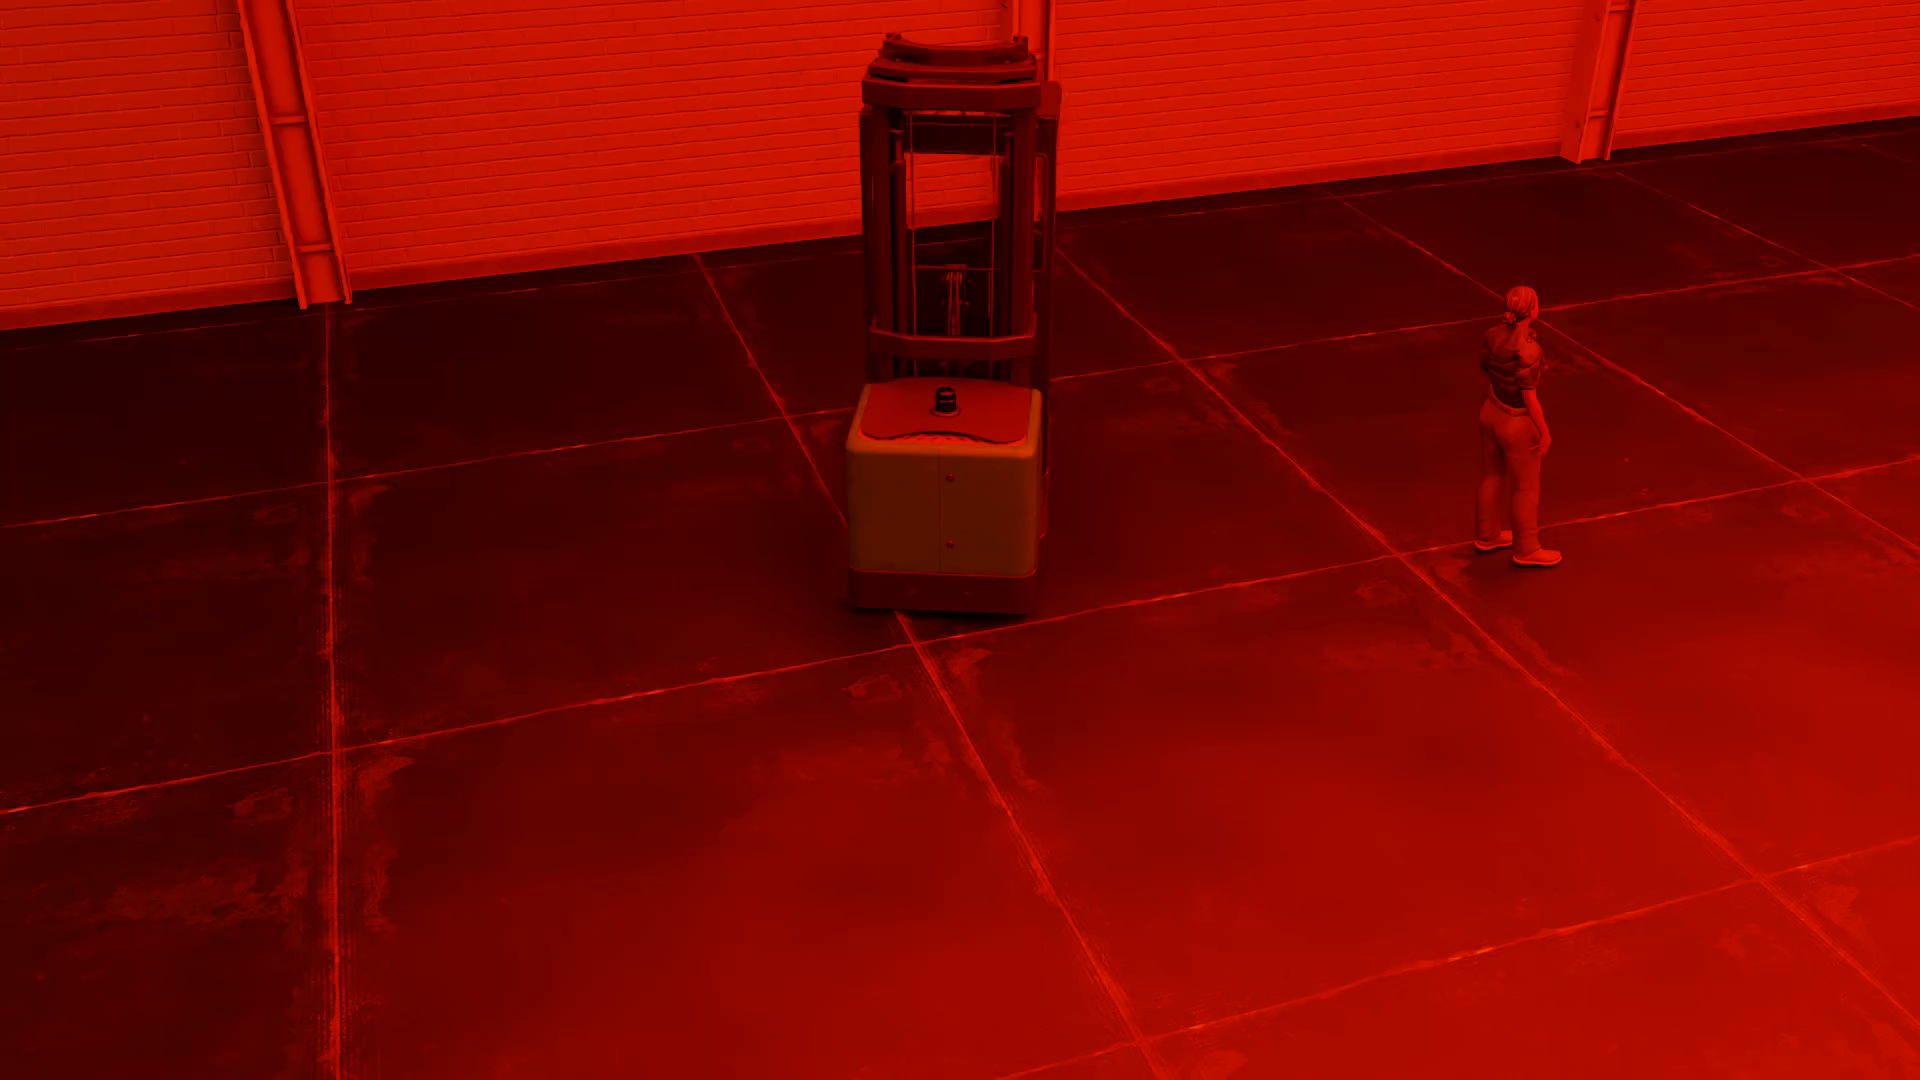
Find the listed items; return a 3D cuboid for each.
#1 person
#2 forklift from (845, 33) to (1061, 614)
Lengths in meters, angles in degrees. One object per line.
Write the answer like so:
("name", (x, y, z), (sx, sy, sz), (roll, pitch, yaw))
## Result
("person", (3.224, -0.668, 9.515), (0.505, 1.654, 0.570), (-10, 31, -17))
("forklift", (0.010, -1.567, 9.810), (1.130, 2.935, 3.031), (2, 30, 4))
